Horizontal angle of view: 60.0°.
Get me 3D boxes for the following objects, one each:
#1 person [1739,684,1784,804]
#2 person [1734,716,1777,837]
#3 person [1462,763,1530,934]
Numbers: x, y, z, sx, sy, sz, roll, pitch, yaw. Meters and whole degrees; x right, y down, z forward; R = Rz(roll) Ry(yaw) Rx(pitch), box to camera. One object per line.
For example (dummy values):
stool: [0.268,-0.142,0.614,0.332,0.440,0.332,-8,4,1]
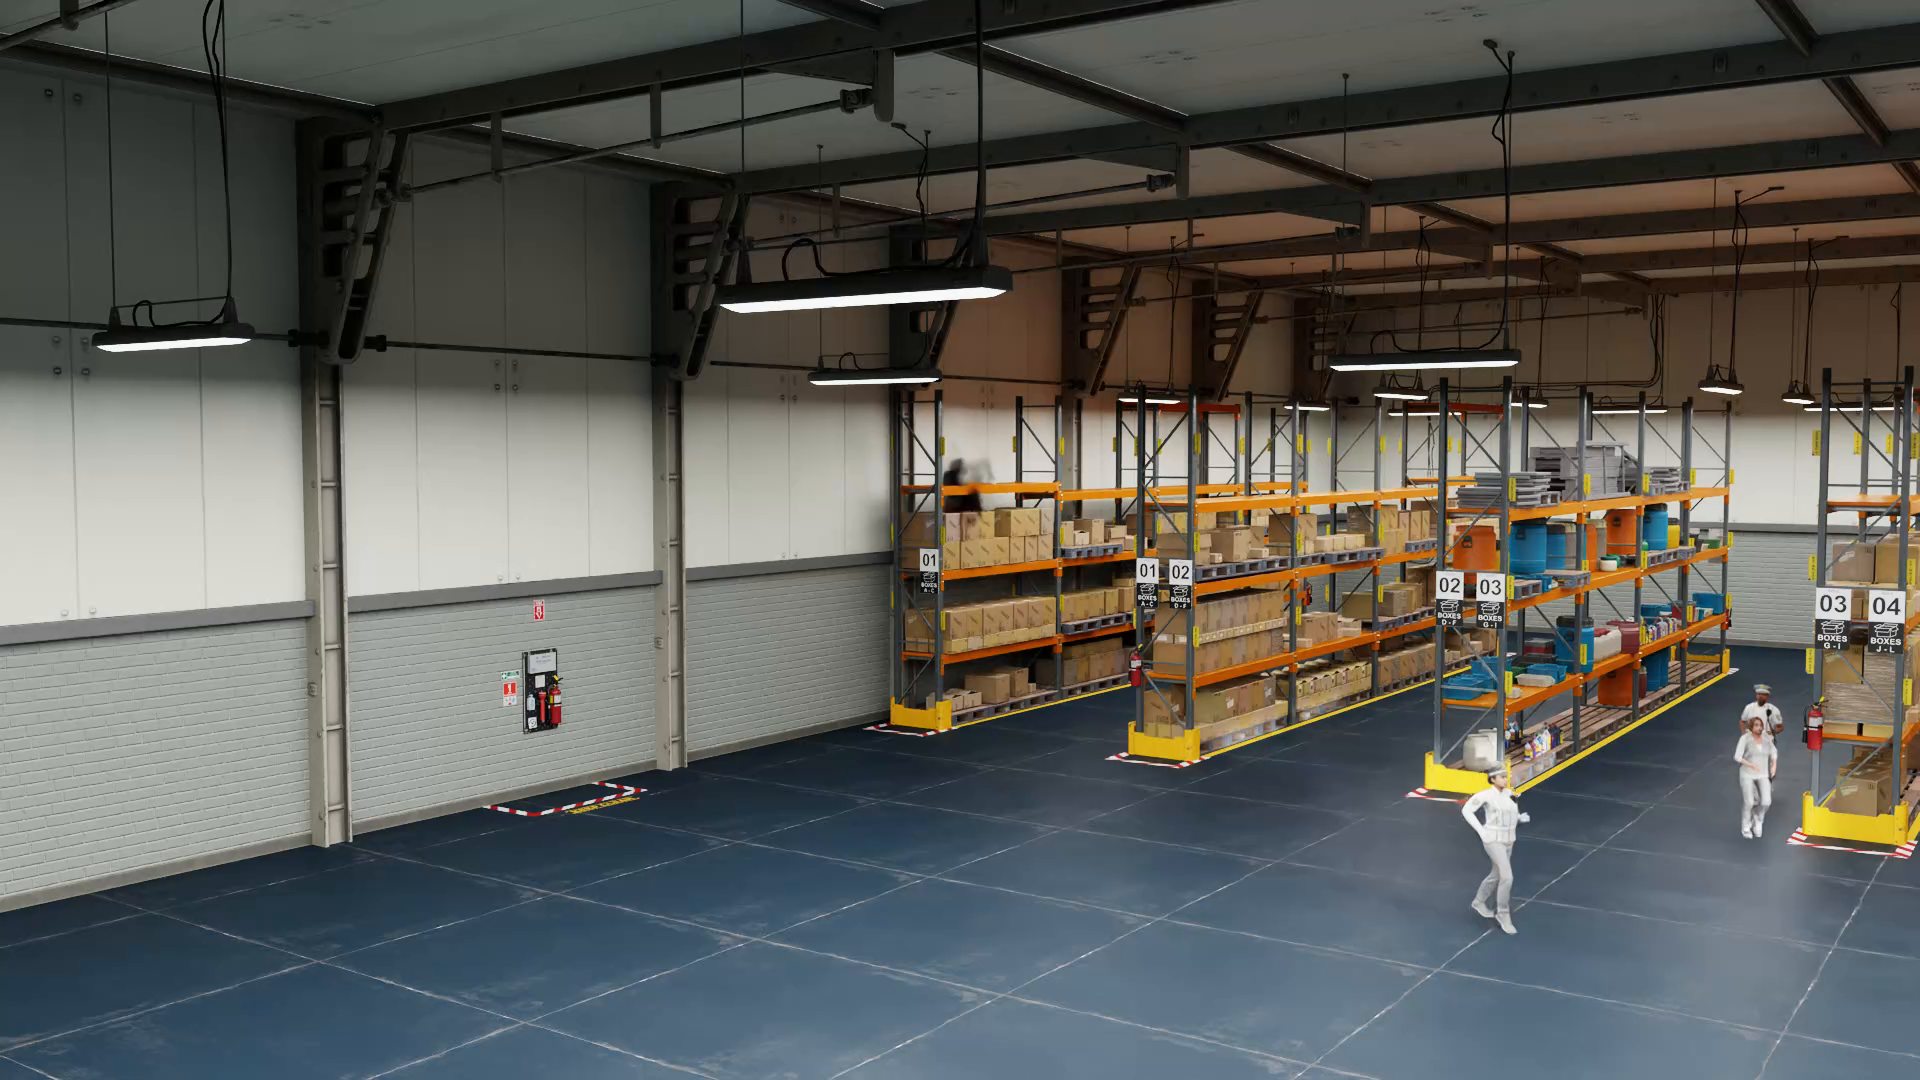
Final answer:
person: [11.252,2.854,23.393,0.586,1.658,0.712,2,4,32]
person: [10.136,3.022,21.129,0.567,1.567,0.604,0,3,8]
person: [5.607,3.184,17.300,0.593,1.747,0.680,-2,4,-34]
